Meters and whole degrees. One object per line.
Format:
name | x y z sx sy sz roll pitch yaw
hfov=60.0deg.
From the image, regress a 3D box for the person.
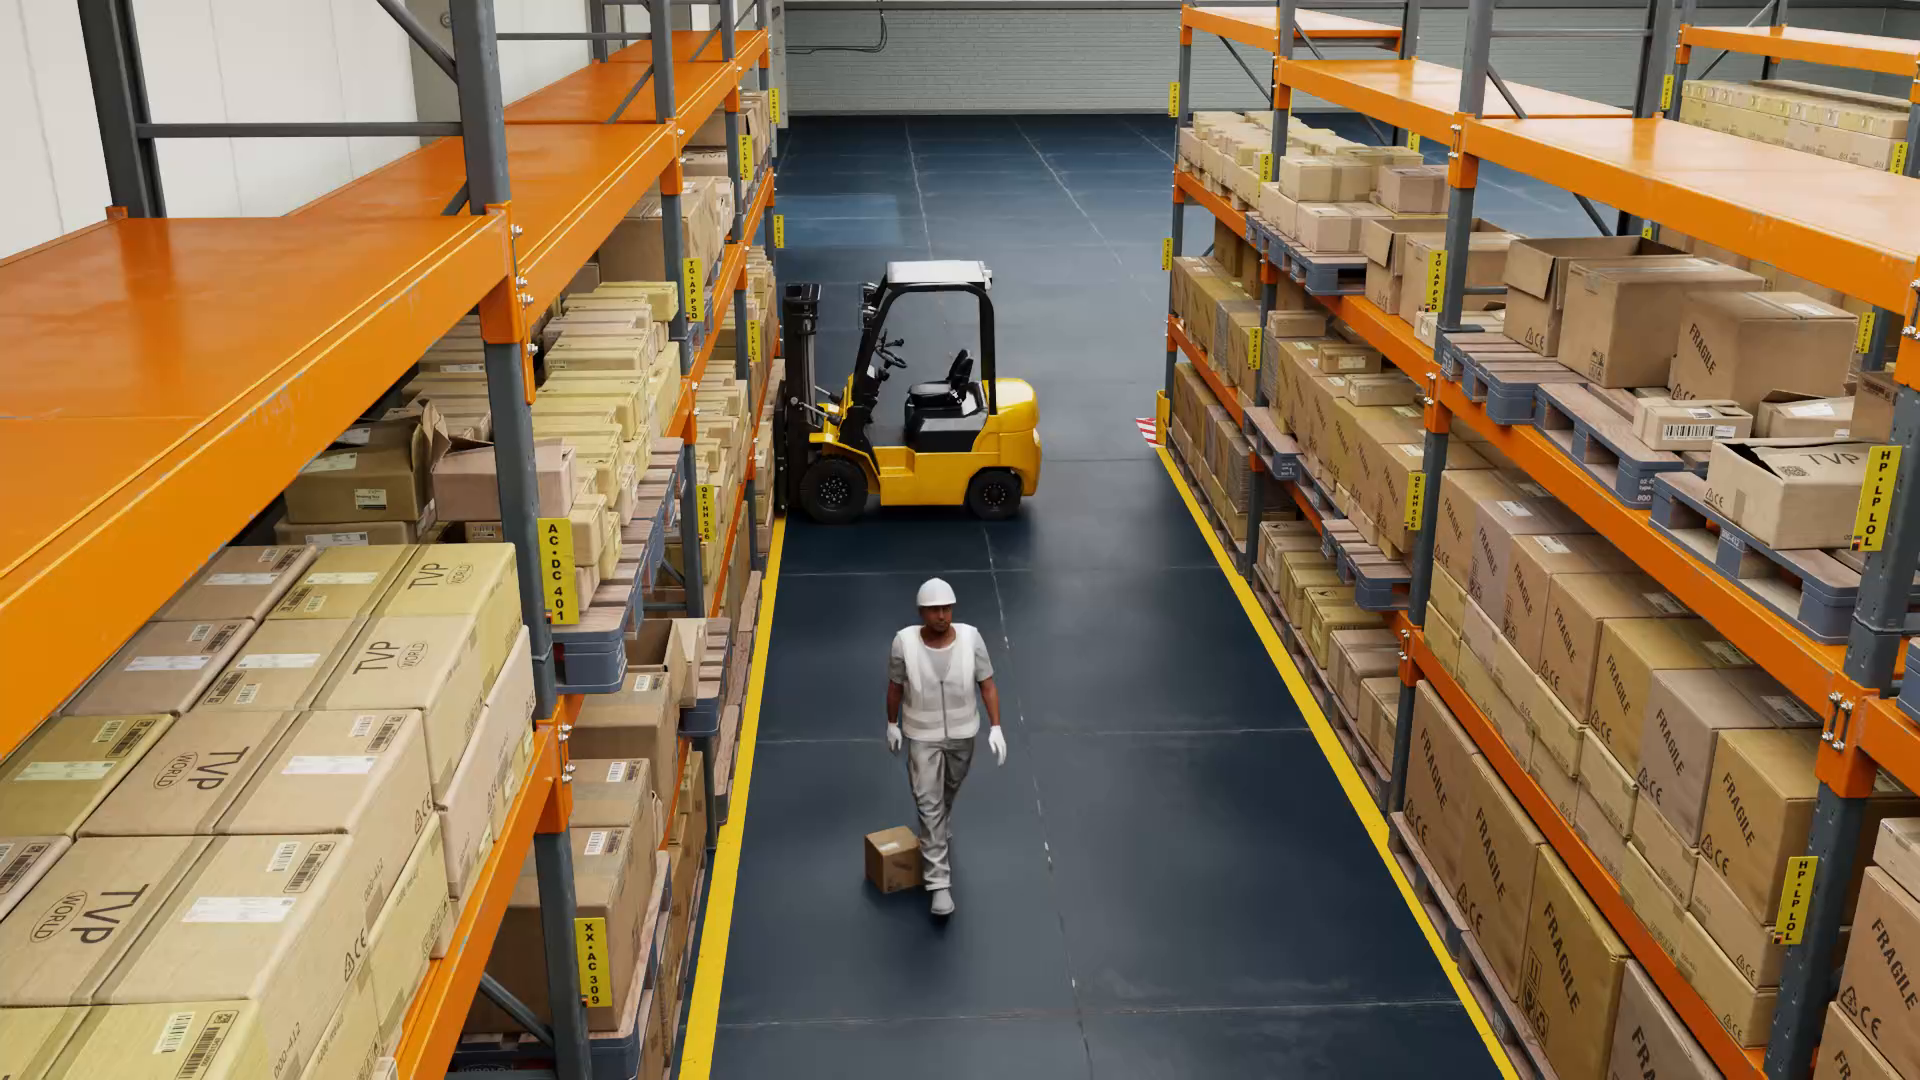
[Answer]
person | -0.071 1.054 9.043 0.589 1.734 1.061 -5 21 -13
